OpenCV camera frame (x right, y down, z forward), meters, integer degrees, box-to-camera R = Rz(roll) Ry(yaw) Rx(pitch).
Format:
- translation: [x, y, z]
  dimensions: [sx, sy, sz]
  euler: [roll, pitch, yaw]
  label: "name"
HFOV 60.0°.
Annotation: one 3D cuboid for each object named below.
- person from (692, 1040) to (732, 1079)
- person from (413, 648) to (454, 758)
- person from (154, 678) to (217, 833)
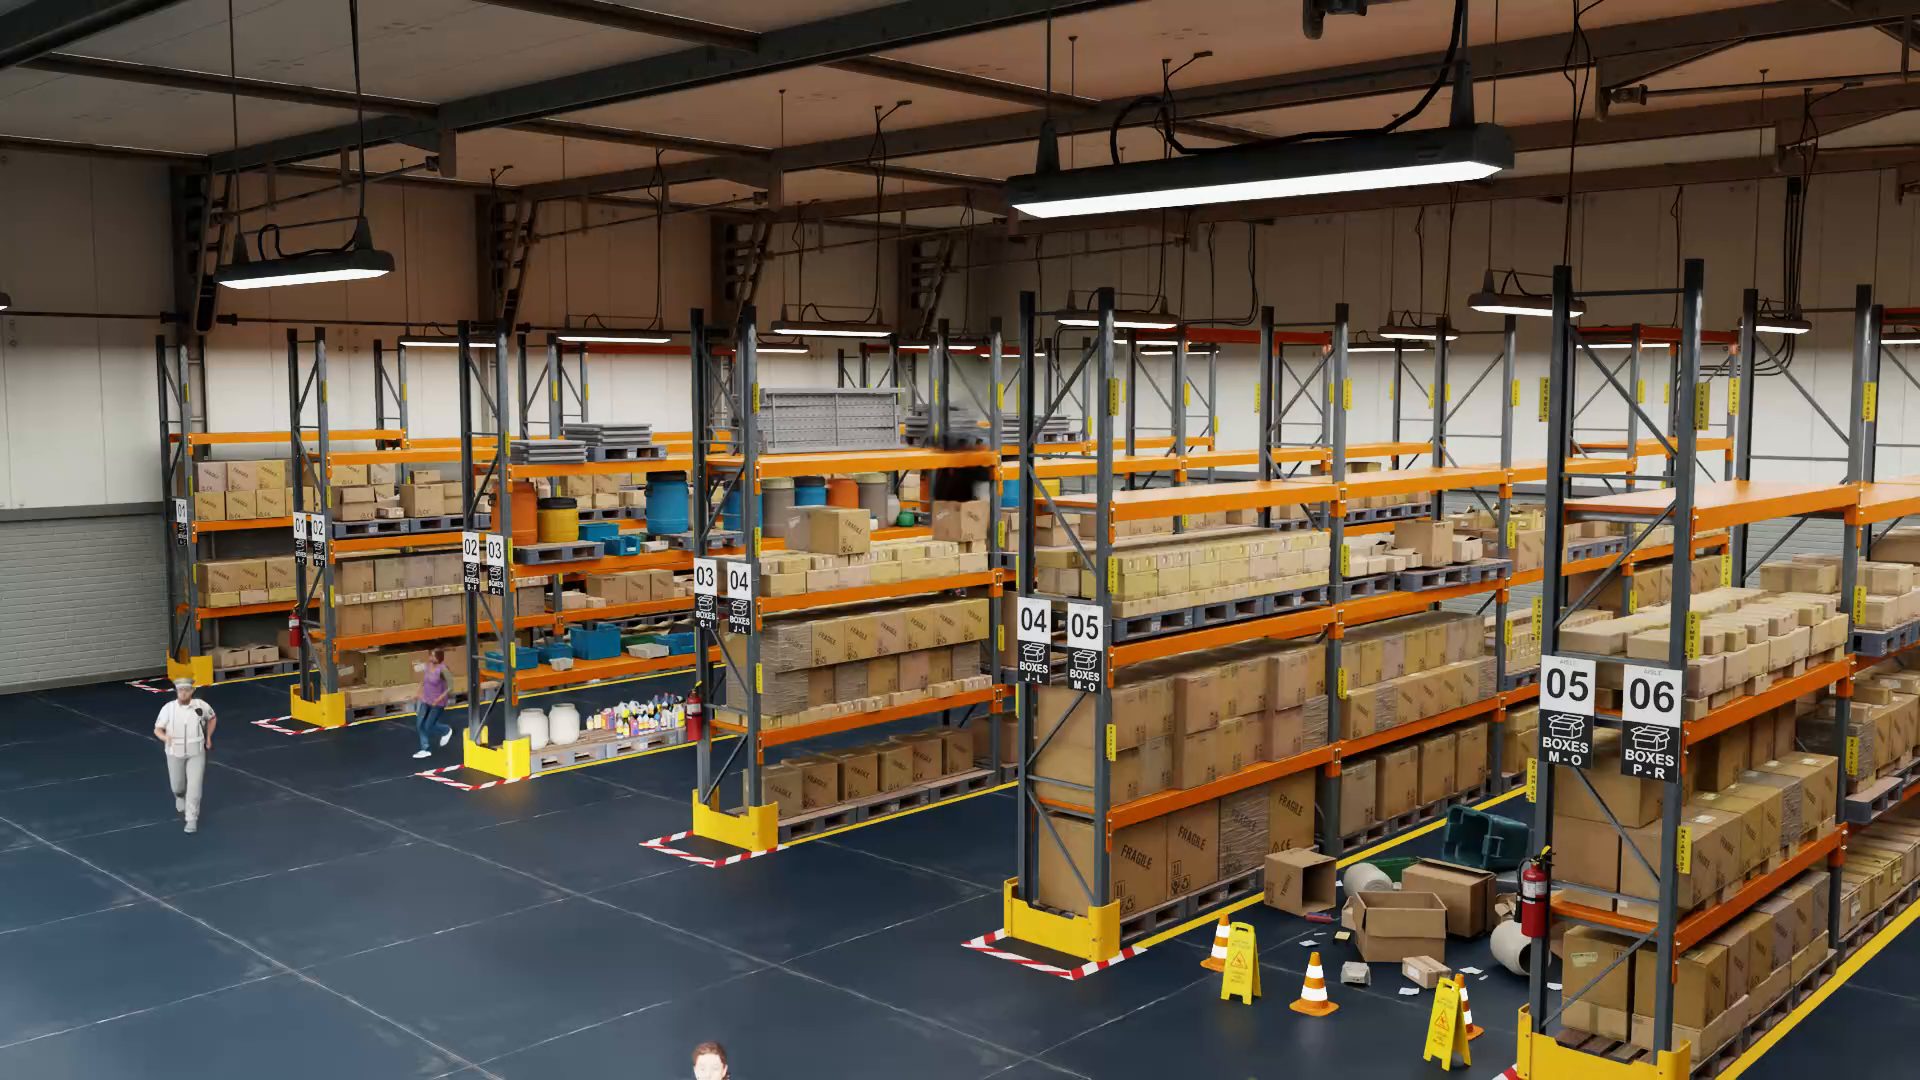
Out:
- translation: [-1.325, 3.515, 8.828]
  dimensions: [0.546, 1.704, 0.712]
  euler: [0, 5, -5]
  label: "person"
- translation: [-7.236, 2.244, 23.001]
  dimensions: [0.586, 1.542, 0.570]
  euler: [3, 6, 29]
  label: "person"
- translation: [-8.997, 2.460, 19.355]
  dimensions: [0.665, 1.754, 0.945]
  euler: [-2, 6, -24]
  label: "person"
